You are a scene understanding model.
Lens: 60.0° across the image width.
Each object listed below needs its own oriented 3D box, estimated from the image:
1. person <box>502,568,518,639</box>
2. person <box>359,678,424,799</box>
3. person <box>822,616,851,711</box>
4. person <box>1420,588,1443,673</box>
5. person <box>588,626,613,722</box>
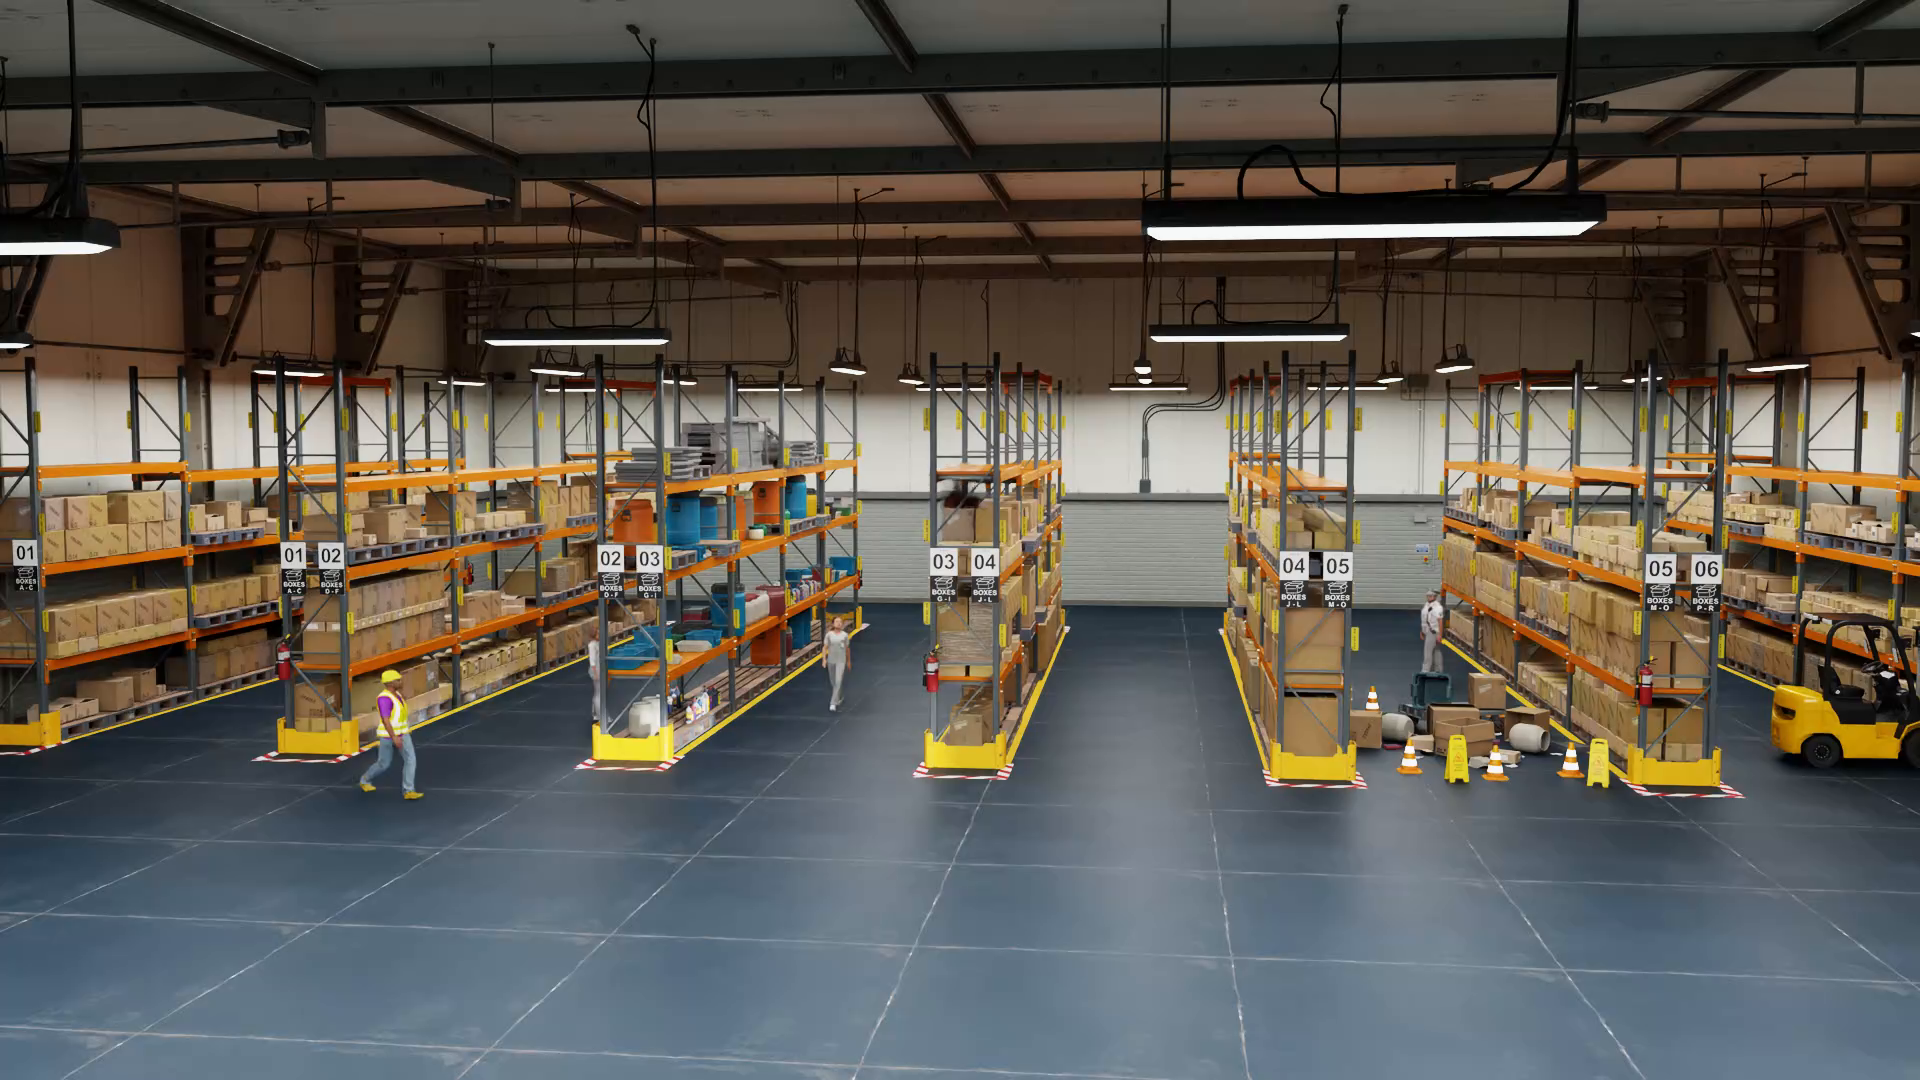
[{"bbox_3d":[-10.165,1.498,37.977,0.653,1.740,0.947,1,4,7],"label":"person"},{"bbox_3d":[-7.568,2.602,22.097,0.965,1.684,0.524,2,5,28],"label":"person"},{"bbox_3d":[-2.176,2.137,29.031,0.437,1.611,1.033,1,4,17],"label":"person"},{"bbox_3d":[9.272,1.782,32.668,0.451,1.688,0.573,1,4,8],"label":"person"},{"bbox_3d":[-5.980,2.245,27.716,0.399,1.578,0.491,0,4,0],"label":"person"}]
